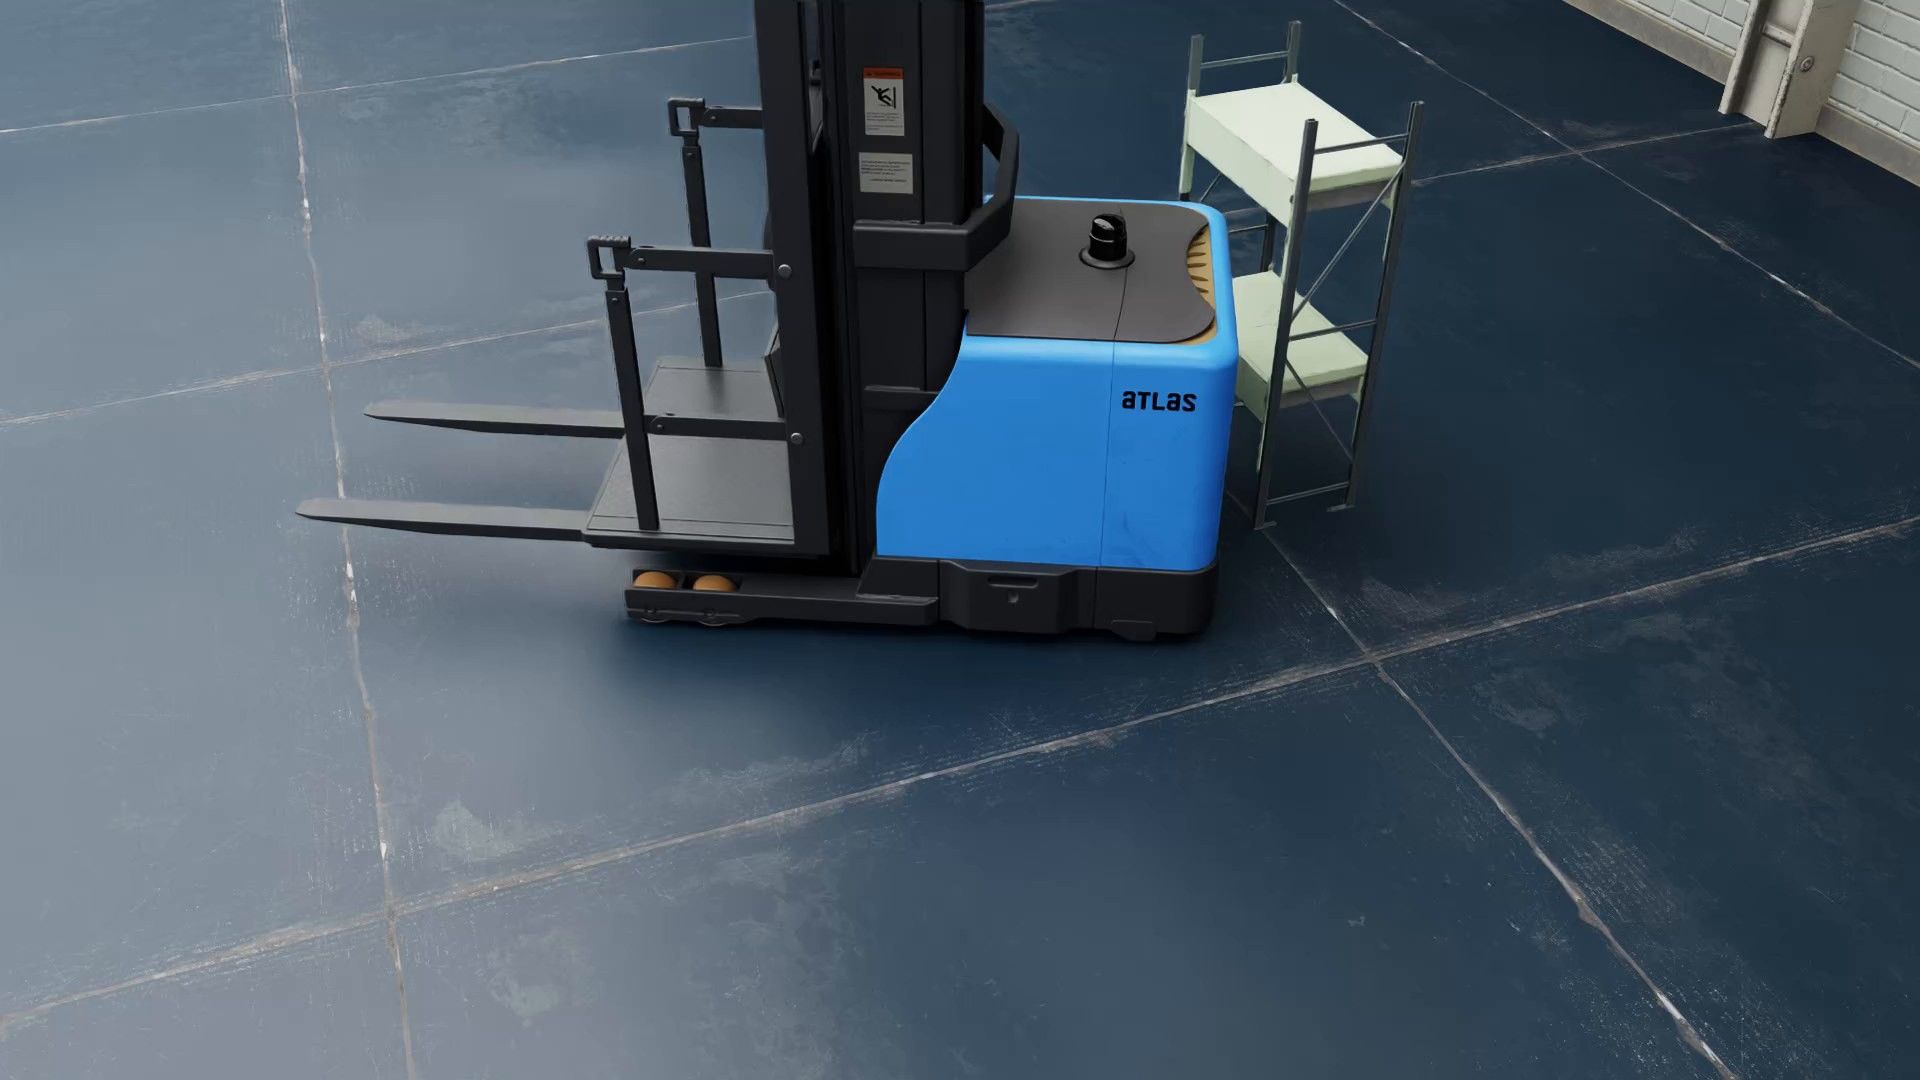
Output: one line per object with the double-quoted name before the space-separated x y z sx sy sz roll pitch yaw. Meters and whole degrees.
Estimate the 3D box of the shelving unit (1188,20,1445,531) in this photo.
"shelving unit" 1.126 -0.888 5.679 0.431 1.500 0.755 -14 39 -19

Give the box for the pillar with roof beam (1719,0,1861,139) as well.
"pillar with roof beam" 0.159 -4.886 4.758 9.100 9.000 0.400 -12 39 -16

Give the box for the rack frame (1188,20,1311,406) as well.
"rack frame" 0.981 -1.090 5.948 0.400 1.500 0.023 -14 39 -19

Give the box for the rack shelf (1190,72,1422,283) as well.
"rack shelf" 1.129 -1.201 5.446 0.431 0.370 0.720 -14 39 -19

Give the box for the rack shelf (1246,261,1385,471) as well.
"rack shelf" 1.124 -0.627 5.875 0.431 0.370 0.720 -14 39 -19

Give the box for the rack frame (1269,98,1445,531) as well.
"rack frame" 1.272 -0.686 5.411 0.400 1.500 0.023 -14 39 -19

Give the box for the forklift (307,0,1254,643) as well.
"forklift" -0.624 -1.203 4.911 3.031 2.935 1.130 3 37 4
